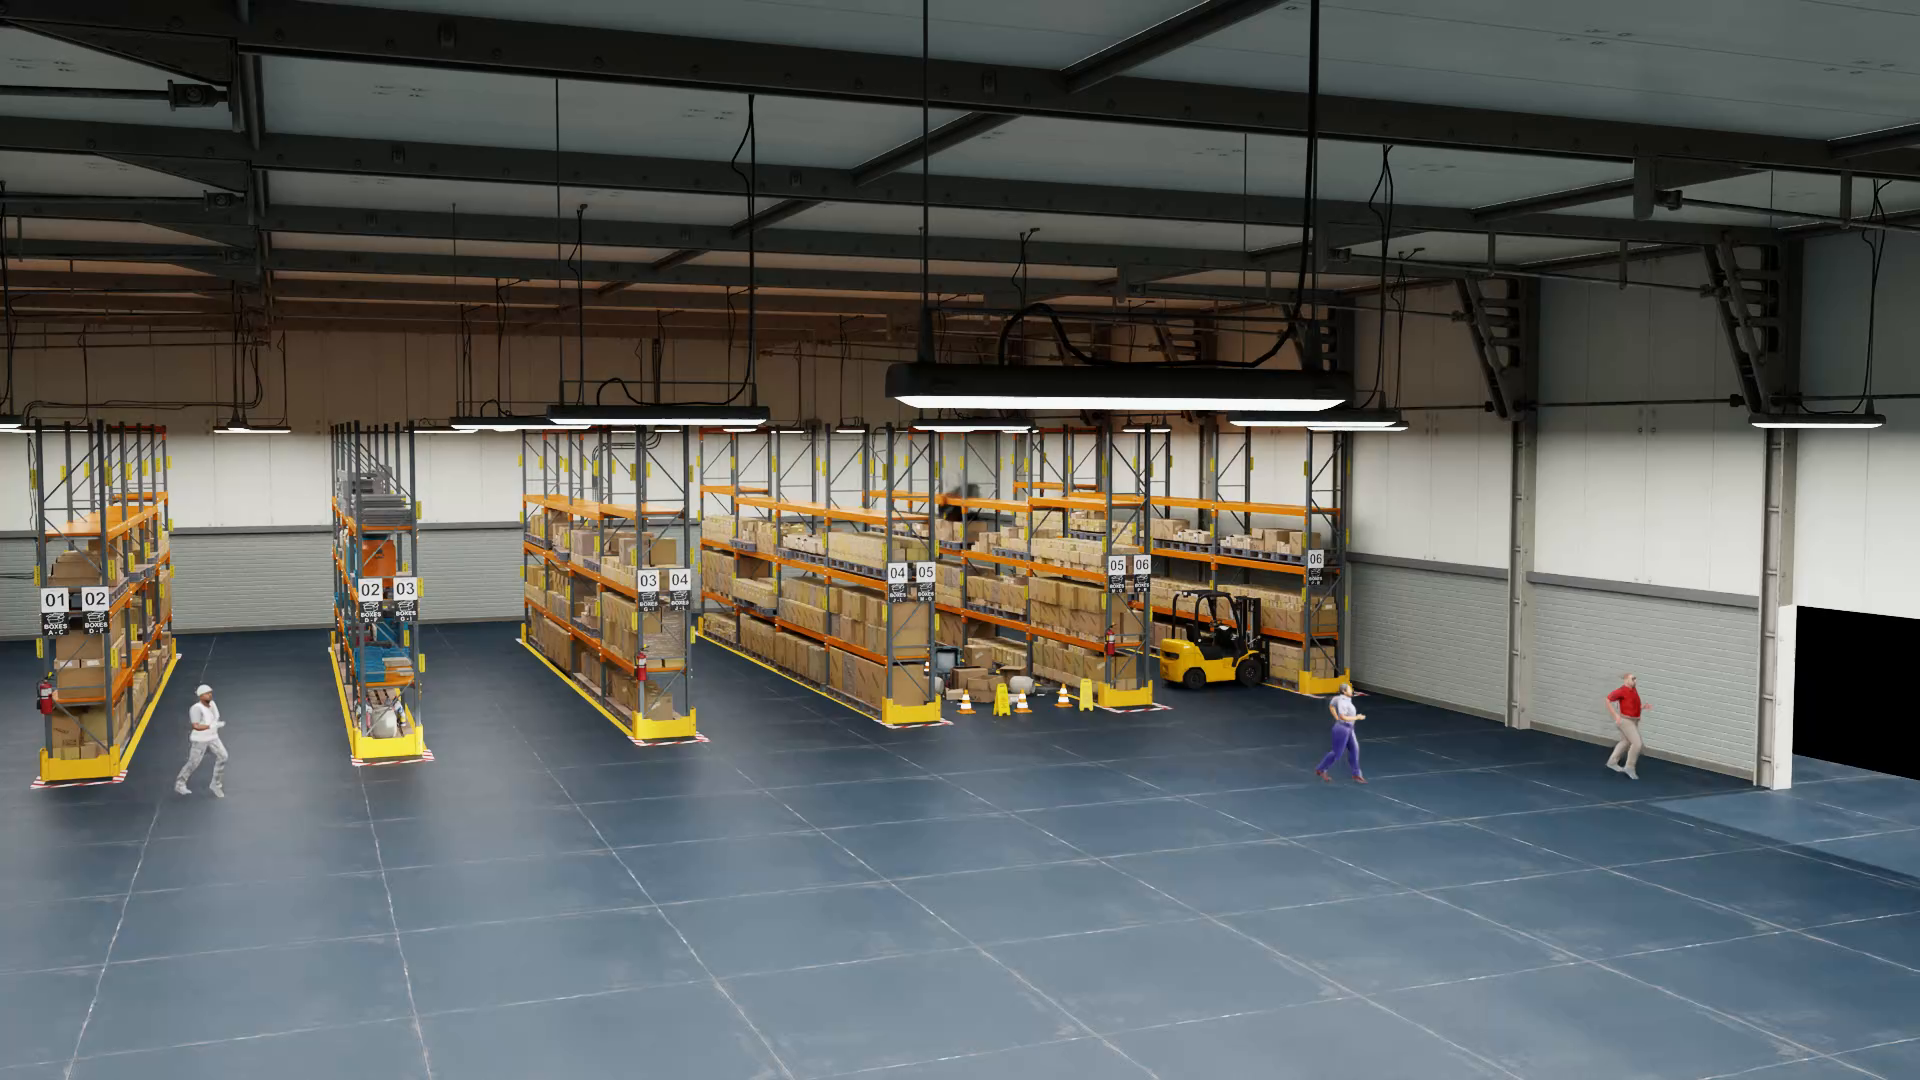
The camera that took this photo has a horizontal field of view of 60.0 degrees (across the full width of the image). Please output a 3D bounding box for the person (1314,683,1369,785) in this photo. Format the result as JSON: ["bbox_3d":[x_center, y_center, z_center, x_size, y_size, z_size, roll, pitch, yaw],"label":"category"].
[{"bbox_3d":[6.277,3.152,27.335,0.857,1.627,0.601,1,4,20],"label":"person"}]

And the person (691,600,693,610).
[{"bbox_3d":[-7.541,2.146,45.040,0.644,1.511,0.891,-1,4,-20],"label":"person"}]

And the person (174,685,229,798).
[{"bbox_3d":[-11.946,3.192,26.302,0.884,1.827,0.694,1,4,13],"label":"person"}]

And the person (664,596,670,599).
[{"bbox_3d":[-8.592,1.872,48.355,0.713,1.656,0.531,3,5,40],"label":"person"}]

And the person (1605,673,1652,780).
[{"bbox_3d":[11.227,3.128,27.932,0.768,1.798,0.631,3,5,43],"label":"person"}]
